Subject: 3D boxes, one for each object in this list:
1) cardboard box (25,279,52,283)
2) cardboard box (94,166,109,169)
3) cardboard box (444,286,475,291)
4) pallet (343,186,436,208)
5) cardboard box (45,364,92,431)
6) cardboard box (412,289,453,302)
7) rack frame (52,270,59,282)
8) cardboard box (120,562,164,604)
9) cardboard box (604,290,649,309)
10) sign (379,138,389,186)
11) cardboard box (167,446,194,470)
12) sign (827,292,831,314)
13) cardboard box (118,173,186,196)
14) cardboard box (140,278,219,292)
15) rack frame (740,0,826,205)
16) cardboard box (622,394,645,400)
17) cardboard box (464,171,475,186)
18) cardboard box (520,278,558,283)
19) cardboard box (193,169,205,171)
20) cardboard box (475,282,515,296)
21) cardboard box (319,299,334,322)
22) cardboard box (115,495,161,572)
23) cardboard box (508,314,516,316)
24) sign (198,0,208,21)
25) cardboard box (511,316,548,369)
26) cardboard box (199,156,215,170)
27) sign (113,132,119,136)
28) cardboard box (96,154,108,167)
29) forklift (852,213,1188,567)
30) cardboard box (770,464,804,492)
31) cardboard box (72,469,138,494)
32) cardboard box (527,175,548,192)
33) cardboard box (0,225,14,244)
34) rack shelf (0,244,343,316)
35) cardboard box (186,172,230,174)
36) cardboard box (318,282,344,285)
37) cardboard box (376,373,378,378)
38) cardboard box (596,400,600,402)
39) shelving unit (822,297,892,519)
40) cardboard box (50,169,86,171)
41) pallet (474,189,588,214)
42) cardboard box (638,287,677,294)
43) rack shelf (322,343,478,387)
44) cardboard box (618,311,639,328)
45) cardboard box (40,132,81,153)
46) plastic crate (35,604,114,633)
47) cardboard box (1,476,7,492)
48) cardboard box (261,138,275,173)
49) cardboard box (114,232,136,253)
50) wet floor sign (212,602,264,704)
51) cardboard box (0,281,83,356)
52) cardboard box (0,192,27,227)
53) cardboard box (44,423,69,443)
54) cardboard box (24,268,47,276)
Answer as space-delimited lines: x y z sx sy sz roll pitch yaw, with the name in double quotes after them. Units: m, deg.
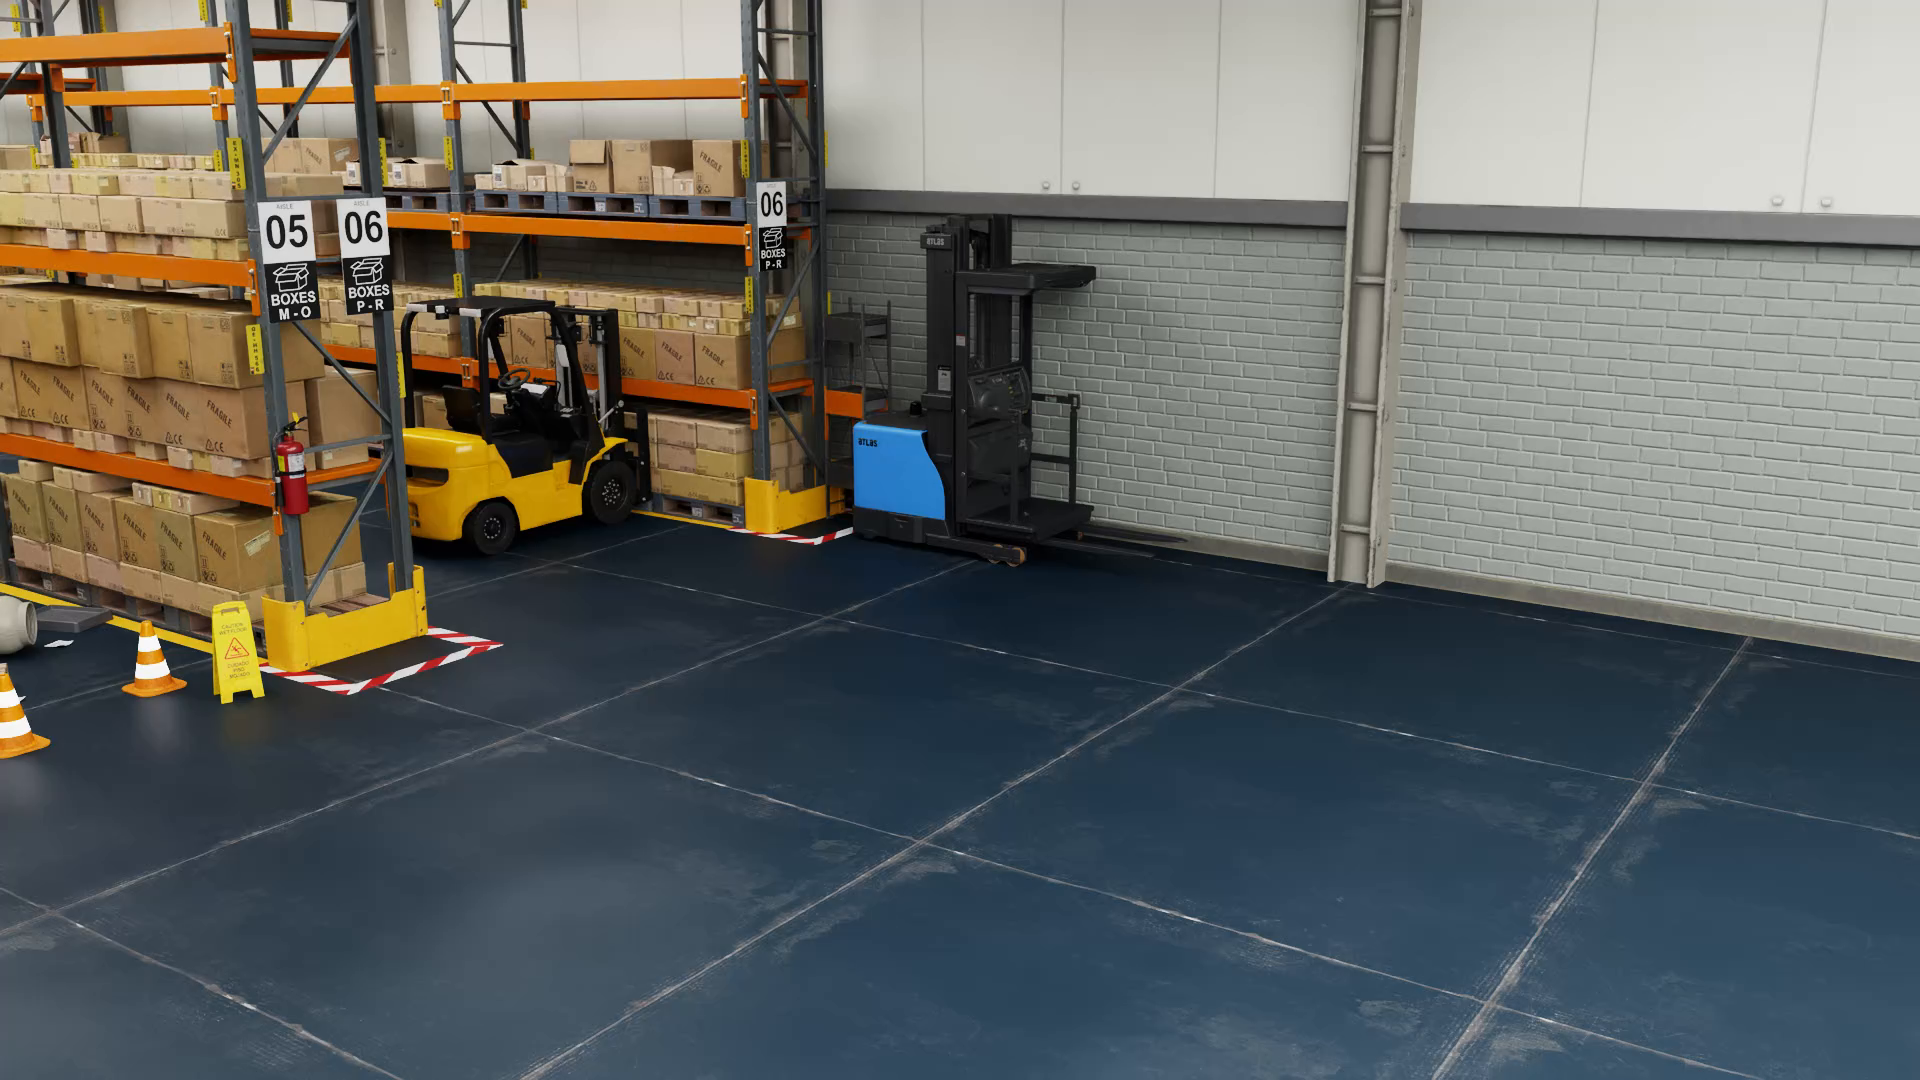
-12.109 -3.351 22.236 0.500 0.250 0.500 10 17 34 "cardboard box"
-10.470 -4.554 20.604 0.250 0.149 0.380 10 17 34 "cardboard box"
-5.484 -2.720 18.438 0.250 0.149 0.380 9 17 33 "cardboard box"
-6.689 -3.865 18.771 1.213 0.211 1.003 10 17 35 "pallet"
-6.631 -1.142 12.794 0.500 0.500 0.500 9 17 32 "cardboard box"
-5.718 -2.626 18.057 0.250 0.149 0.380 9 17 33 "cardboard box"
-11.551 -3.259 22.175 0.127 3.000 1.000 9 17 33 "rack frame"
-6.044 0.276 12.741 0.500 0.250 0.500 8 16 31 "cardboard box"
-3.284 -2.369 16.399 0.250 0.149 0.380 9 17 34 "cardboard box"
-4.058 -2.648 11.645 0.005 0.325 0.100 9 17 33 "sign"
-5.494 -0.625 12.053 0.250 0.149 0.380 10 17 34 "cardboard box"
-1.279 -2.219 16.004 0.005 0.325 0.100 9 17 33 "sign"
-5.804 -2.559 11.967 0.250 0.149 0.380 9 16 31 "cardboard box"
-9.689 -3.159 20.680 0.637 0.503 0.797 9 16 32 "cardboard box"
-1.593 -4.562 14.953 0.127 3.000 1.000 9 17 33 "rack frame"
-3.555 -1.378 17.342 0.500 0.250 0.500 9 17 33 "cardboard box"
-5.507 -3.926 18.066 0.250 0.149 0.380 9 17 33 "cardboard box"
-4.479 -2.712 17.785 0.250 0.149 0.380 9 17 33 "cardboard box"
-8.864 -4.338 19.772 0.250 0.149 0.380 9 16 32 "cardboard box"
-4.813 -2.592 17.303 0.250 0.149 0.380 10 17 34 "cardboard box"
-7.161 -2.644 18.958 0.500 0.250 0.500 9 16 31 "cardboard box"
-6.021 -0.087 12.647 0.500 0.500 0.500 9 16 32 "cardboard box"
-4.579 -2.420 17.227 0.250 0.149 0.380 10 17 34 "cardboard box"
-8.526 -6.017 18.723 0.005 0.325 0.100 9 17 33 "sign"
-4.248 -2.057 17.109 0.500 0.500 0.500 10 17 34 "cardboard box"
-8.682 -4.431 19.530 0.250 0.149 0.380 10 17 35 "cardboard box"
-11.244 -5.269 22.154 0.005 0.325 0.100 9 17 33 "sign"
-10.440 -4.704 20.588 0.250 0.149 0.380 9 17 33 "cardboard box"
0.521 -1.338 14.557 3.031 2.935 1.130 9 17 33 "forklift"
-1.892 -0.624 16.377 0.500 0.250 0.500 9 17 33 "cardboard box"
-6.618 -0.479 12.879 0.250 0.149 0.380 10 17 36 "cardboard box"
-4.072 -3.549 16.544 0.250 0.149 0.380 10 17 34 "cardboard box"
-7.373 -2.393 12.955 0.250 0.149 0.380 9 17 33 "cardboard box"
-6.020 -2.035 12.483 4.000 0.370 1.077 9 17 33 "rack shelf"
-5.529 -2.660 12.374 0.250 0.149 0.380 10 17 34 "cardboard box"
-7.232 -2.860 19.002 0.250 0.149 0.380 9 17 33 "cardboard box"
-7.175 -1.602 19.546 0.625 0.625 0.875 10 17 35 "cardboard box"
-3.848 -1.279 16.940 0.500 0.250 0.500 10 17 35 "cardboard box"
-0.970 -1.221 15.813 0.503 2.100 0.431 11 18 37 "shelving unit"
-7.036 -2.899 13.340 0.250 0.149 0.380 9 16 31 "cardboard box"
-4.190 -3.490 17.050 1.213 0.211 1.003 9 17 33 "pallet"
-3.020 -2.459 16.763 0.250 0.149 0.380 9 17 33 "cardboard box"
-6.572 -2.106 19.011 4.000 0.370 1.077 9 17 33 "rack shelf"
-3.115 -2.171 16.221 0.250 0.149 0.380 9 17 33 "cardboard box"
-11.495 -5.081 21.252 0.258 0.266 0.396 9 17 32 "cardboard box"
-6.834 0.595 12.680 0.583 0.080 0.402 3 14 14 "plastic crate"
-8.715 -0.290 14.775 0.625 0.372 0.950 10 17 36 "cardboard box"
-7.766 -4.334 18.984 0.500 0.500 0.500 9 17 33 "cardboard box"
-5.860 -2.163 12.028 0.250 0.149 0.380 9 16 31 "cardboard box"
-4.800 0.722 10.992 0.267 0.644 0.232 -10 17 -35 "wet floor sign"
-7.435 -1.772 13.260 0.500 0.500 0.700 9 17 32 "cardboard box"
-7.034 -2.543 12.732 0.500 0.250 0.500 9 17 32 "cardboard box"
-6.935 -0.875 13.065 0.250 0.149 0.380 10 17 35 "cardboard box"
-12.638 -3.948 23.088 0.500 0.500 0.500 9 16 31 "cardboard box"
